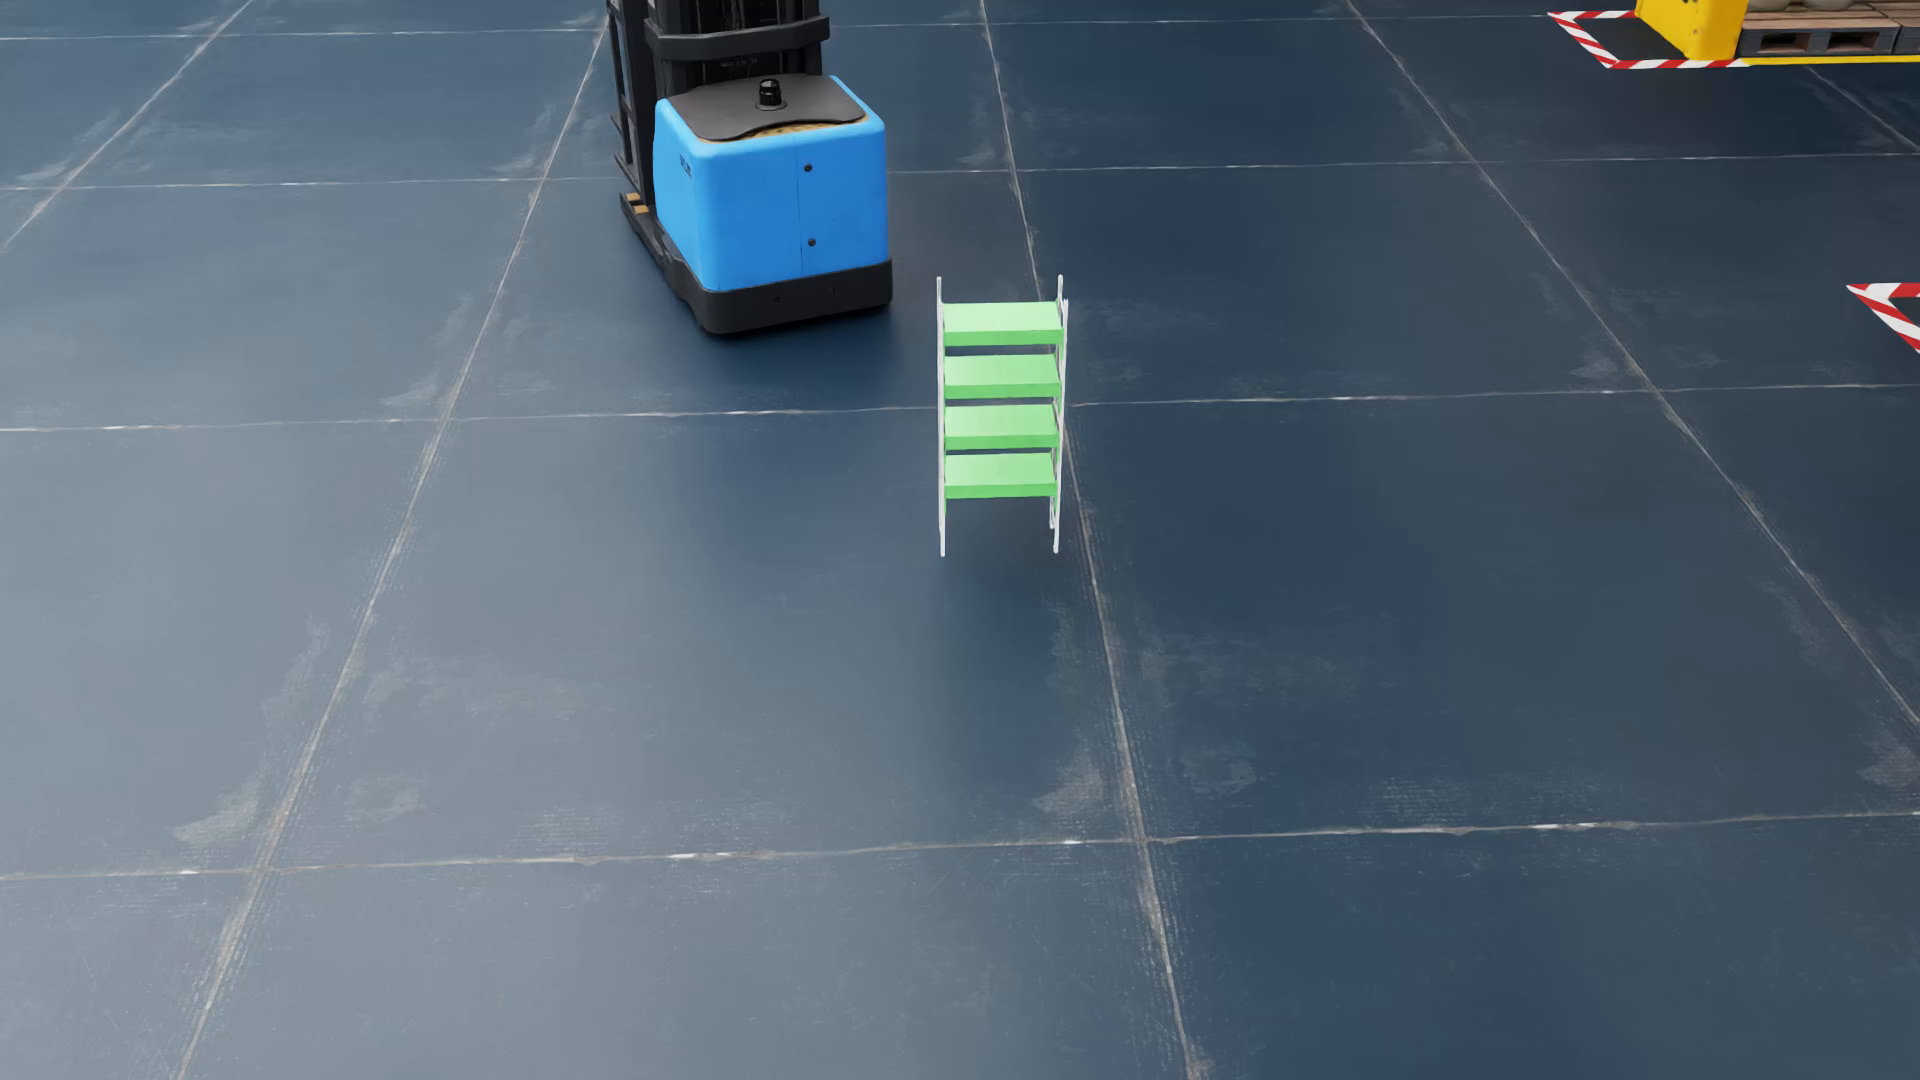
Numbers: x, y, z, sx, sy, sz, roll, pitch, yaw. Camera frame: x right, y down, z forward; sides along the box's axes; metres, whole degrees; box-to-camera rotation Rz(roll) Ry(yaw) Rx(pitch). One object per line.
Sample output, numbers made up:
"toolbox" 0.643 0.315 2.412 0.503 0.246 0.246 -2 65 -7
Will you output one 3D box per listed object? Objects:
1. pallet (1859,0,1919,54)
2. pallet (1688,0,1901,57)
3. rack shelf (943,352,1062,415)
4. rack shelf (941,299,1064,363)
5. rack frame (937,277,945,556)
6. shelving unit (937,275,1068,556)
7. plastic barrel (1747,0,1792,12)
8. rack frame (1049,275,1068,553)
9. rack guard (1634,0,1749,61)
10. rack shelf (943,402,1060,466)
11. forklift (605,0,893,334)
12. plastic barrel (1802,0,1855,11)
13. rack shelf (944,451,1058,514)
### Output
"pallet" 7.634 -4.054 12.922 1.213 0.211 1.003 -2 35 -2
"pallet" 6.419 -4.023 12.877 1.213 0.211 1.003 -2 35 -2
"rack shelf" 0.165 -0.643 6.815 0.480 0.148 0.258 -2 35 -2
"rack shelf" 0.165 -0.840 6.678 0.480 0.148 0.258 -2 35 -2
"rack frame" -0.078 -0.491 6.905 0.015 1.200 0.240 -2 35 -2
"shelving unit" 0.165 -0.498 6.915 0.503 1.200 0.258 -2 35 -2
"plastic barrel" 6.187 -4.333 12.692 0.421 0.512 0.421 0 35 0
"rack frame" 0.409 -0.504 6.924 0.015 1.200 0.240 -2 35 -2
"rack guard" 5.607 -4.123 12.768 0.348 0.500 1.175 -2 35 -2
"rack shelf" 0.165 -0.445 6.951 0.480 0.148 0.258 -2 35 -2
"forklift" -1.399 -3.112 9.171 1.130 2.935 3.031 -13 37 -18
"plastic barrel" 6.688 -4.346 12.711 0.421 0.512 0.421 0 35 0
"rack shelf" 0.165 -0.248 7.088 0.480 0.148 0.258 -2 35 -2
